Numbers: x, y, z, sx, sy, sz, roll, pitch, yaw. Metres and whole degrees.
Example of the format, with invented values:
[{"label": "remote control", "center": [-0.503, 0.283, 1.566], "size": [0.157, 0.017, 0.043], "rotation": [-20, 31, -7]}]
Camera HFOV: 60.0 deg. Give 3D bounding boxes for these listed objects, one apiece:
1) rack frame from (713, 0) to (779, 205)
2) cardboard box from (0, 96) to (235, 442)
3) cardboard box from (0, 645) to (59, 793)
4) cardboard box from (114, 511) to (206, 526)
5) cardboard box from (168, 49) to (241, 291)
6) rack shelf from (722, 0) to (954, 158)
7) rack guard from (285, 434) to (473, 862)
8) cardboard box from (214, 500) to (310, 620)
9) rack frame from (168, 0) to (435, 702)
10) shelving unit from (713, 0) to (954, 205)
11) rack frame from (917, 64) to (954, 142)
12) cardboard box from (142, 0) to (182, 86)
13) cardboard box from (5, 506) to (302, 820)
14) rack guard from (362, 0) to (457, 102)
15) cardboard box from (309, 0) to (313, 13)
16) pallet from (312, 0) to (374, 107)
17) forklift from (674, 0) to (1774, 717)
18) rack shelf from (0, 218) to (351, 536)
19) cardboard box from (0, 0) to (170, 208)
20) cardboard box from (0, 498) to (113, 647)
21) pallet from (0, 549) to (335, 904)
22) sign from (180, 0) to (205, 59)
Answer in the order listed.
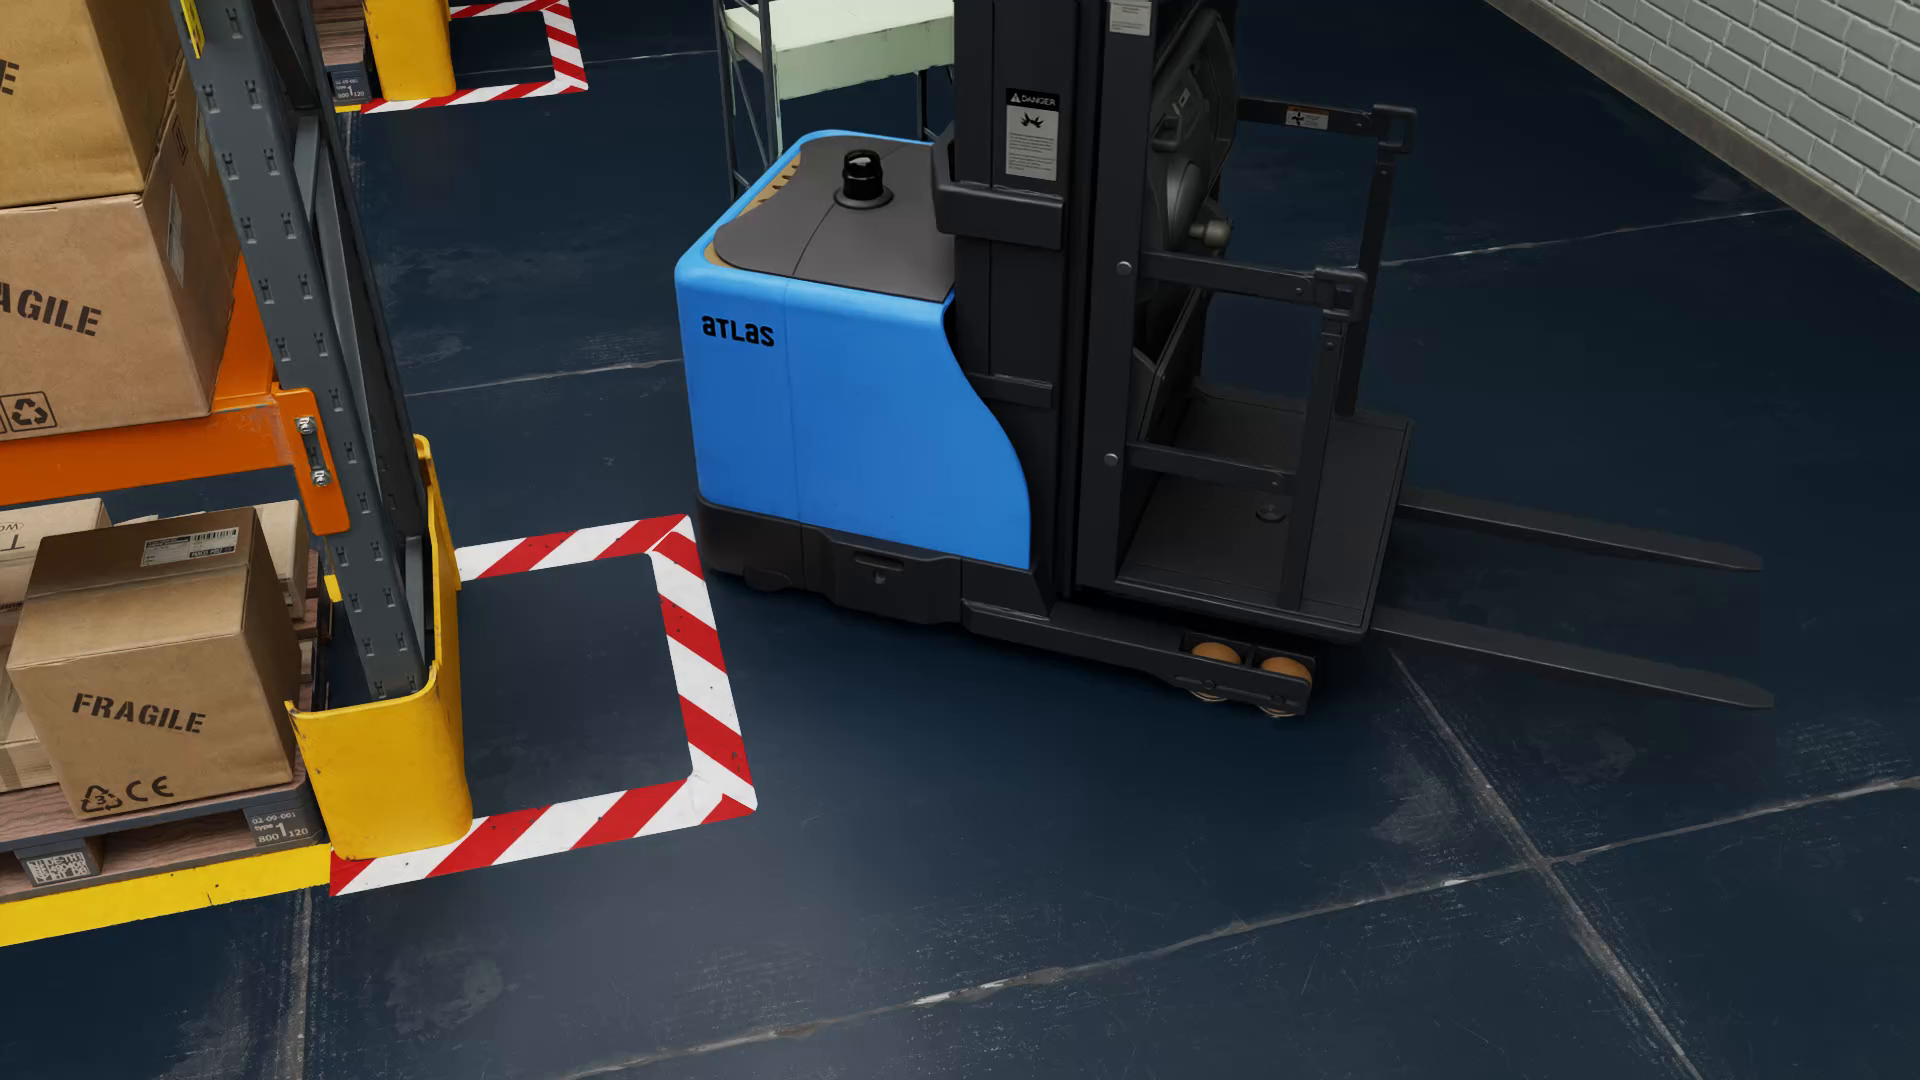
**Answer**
[{"label": "rack frame", "center": [-0.678, -1.147, 5.515], "size": [0.023, 1.500, 0.400], "rotation": [-19, 41, -23]}, {"label": "cardboard box", "center": [-1.850, -0.563, 3.435], "size": [0.500, 0.500, 0.500], "rotation": [-8, 38, -11]}, {"label": "cardboard box", "center": [-2.364, 0.439, 4.178], "size": [0.250, 0.166, 0.380], "rotation": [-9, 38, -12]}, {"label": "cardboard box", "center": [-2.224, 0.101, 4.619], "size": [0.250, 0.166, 0.380], "rotation": [-9, 38, -12]}, {"label": "cardboard box", "center": [-1.986, -0.878, 3.847], "size": [0.500, 0.500, 0.500], "rotation": [-9, 38, -11]}, {"label": "rack shelf", "center": [-0.360, -1.568, 5.423], "size": [0.720, 0.370, 0.431], "rotation": [-19, 41, -23]}, {"label": "rack guard", "center": [-1.562, 0.251, 4.511], "size": [0.348, 0.500, 1.175], "rotation": [-9, 38, -12]}, {"label": "cardboard box", "center": [-1.983, 0.068, 4.676], "size": [0.250, 0.149, 0.380], "rotation": [-9, 38, -12]}, {"label": "rack frame", "center": [-1.489, -0.754, 3.767], "size": [0.127, 3.000, 1.000], "rotation": [-9, 38, -12]}, {"label": "shelving unit", "center": [-0.360, -1.258, 5.661], "size": [0.755, 1.500, 0.431], "rotation": [-19, 41, -23]}, {"label": "rack frame", "center": [-0.043, -1.369, 5.806], "size": [0.023, 1.500, 0.400], "rotation": [-19, 41, -23]}, {"label": "cardboard box", "center": [-1.986, -1.275, 3.543], "size": [0.500, 0.500, 0.500], "rotation": [-8, 38, -11]}, {"label": "cardboard box", "center": [-1.949, 0.295, 4.091], "size": [0.500, 0.500, 0.500], "rotation": [-9, 38, -12]}, {"label": "rack guard", "center": [-2.761, -2.670, 8.329], "size": [0.348, 0.500, 1.175], "rotation": [-9, 38, -12]}, {"label": "cardboard box", "center": [-3.433, -2.663, 7.975], "size": [0.500, 0.500, 0.700], "rotation": [-9, 38, -12]}, {"label": "pallet", "center": [-3.535, -2.379, 8.186], "size": [1.213, 0.211, 1.003], "rotation": [-9, 38, -12]}, {"label": "forklift", "center": [0.784, -1.039, 4.195], "size": [3.031, 2.935, 1.130], "rotation": [12, 39, 15]}, {"label": "rack shelf", "center": [-3.419, -0.151, 3.571], "size": [4.000, 0.370, 1.077], "rotation": [-9, 38, -12]}, {"label": "cardboard box", "center": [-1.847, -0.959, 3.130], "size": [0.500, 0.500, 0.500], "rotation": [-10, 38, -12]}, {"label": "cardboard box", "center": [-2.570, 0.162, 4.470], "size": [0.500, 0.250, 0.500], "rotation": [-9, 38, -12]}, {"label": "pallet", "center": [-2.331, 0.493, 4.433], "size": [1.213, 0.211, 1.003], "rotation": [-9, 38, -12]}, {"label": "sign", "center": [-1.363, -1.011, 2.889], "size": [0.005, 0.325, 0.100], "rotation": [-9, 38, -12]}]
